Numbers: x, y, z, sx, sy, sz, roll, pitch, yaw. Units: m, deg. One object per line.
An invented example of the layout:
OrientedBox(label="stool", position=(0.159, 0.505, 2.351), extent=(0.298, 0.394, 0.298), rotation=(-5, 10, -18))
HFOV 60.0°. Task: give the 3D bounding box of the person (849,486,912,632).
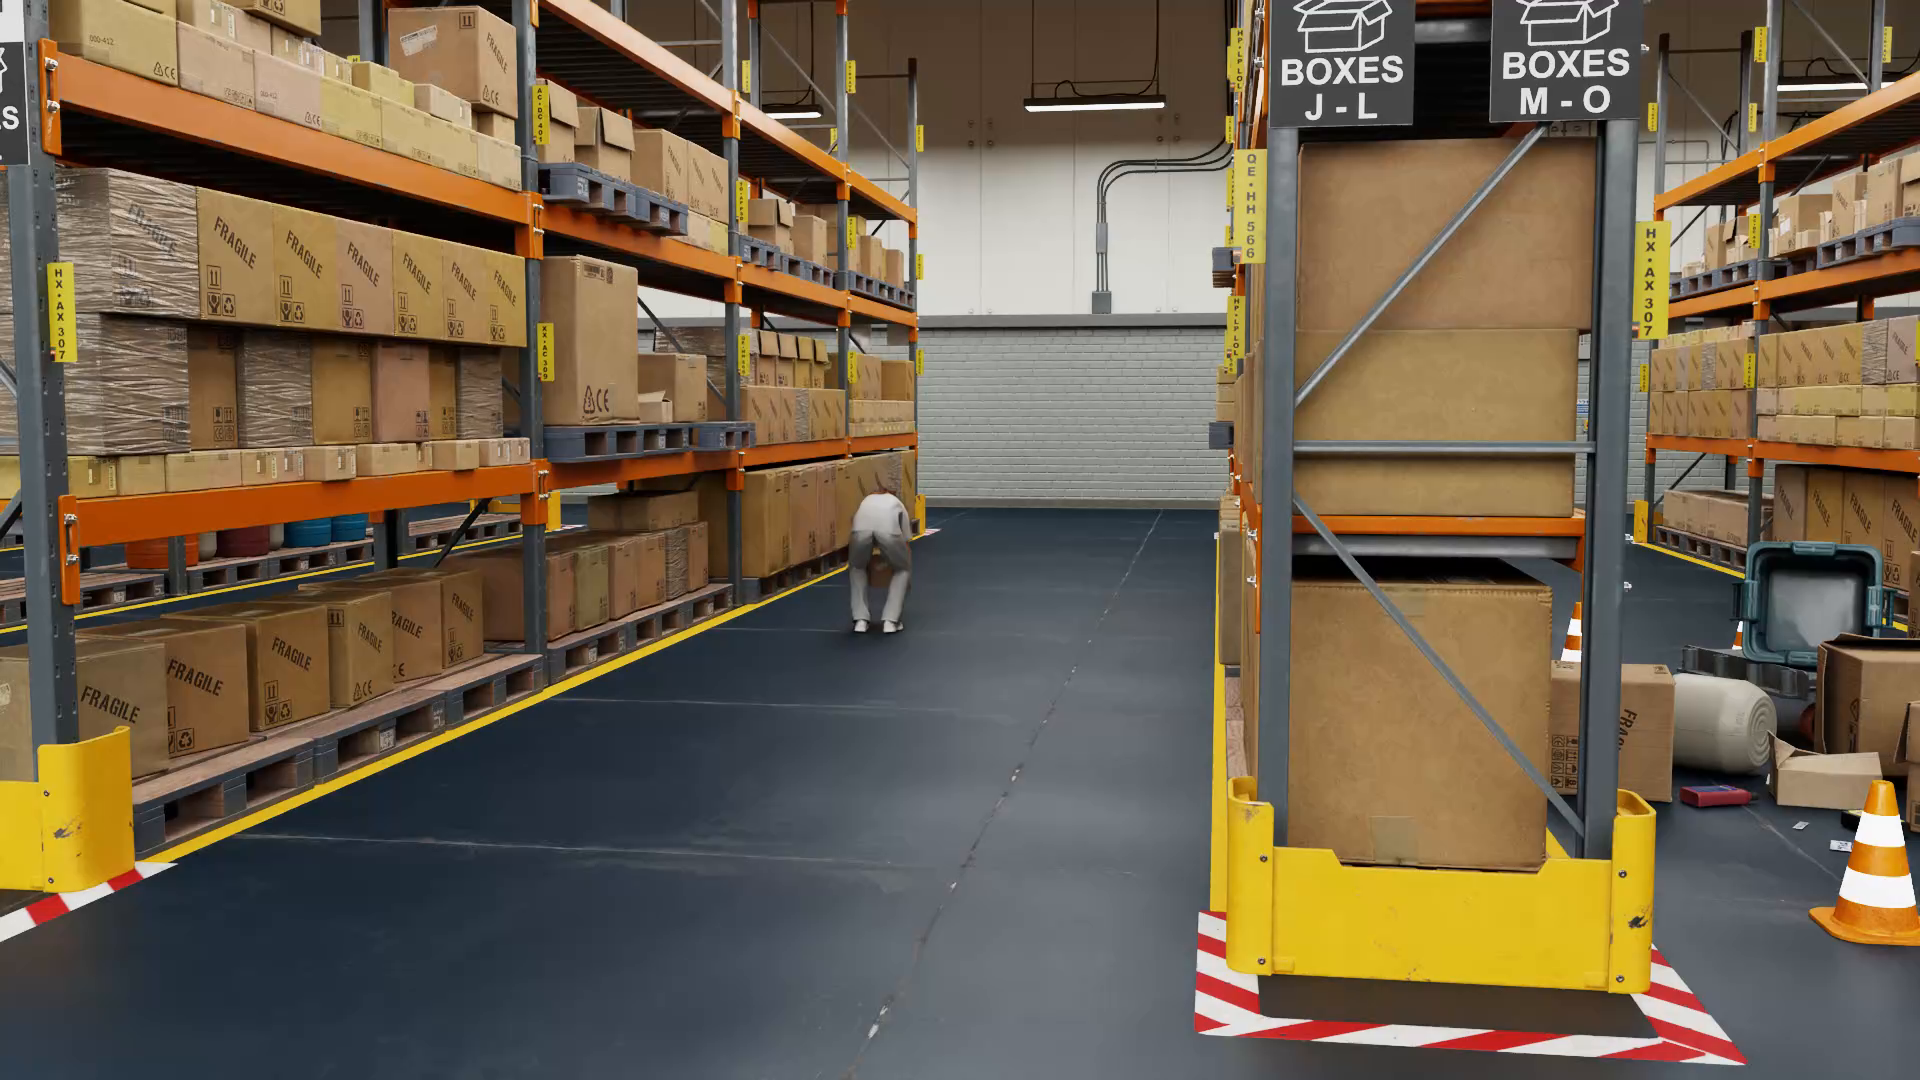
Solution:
OrientedBox(label="person", position=(-0.580, 0.138, 12.229), extent=(0.466, 1.025, 0.865), rotation=(0, 5, 6))
